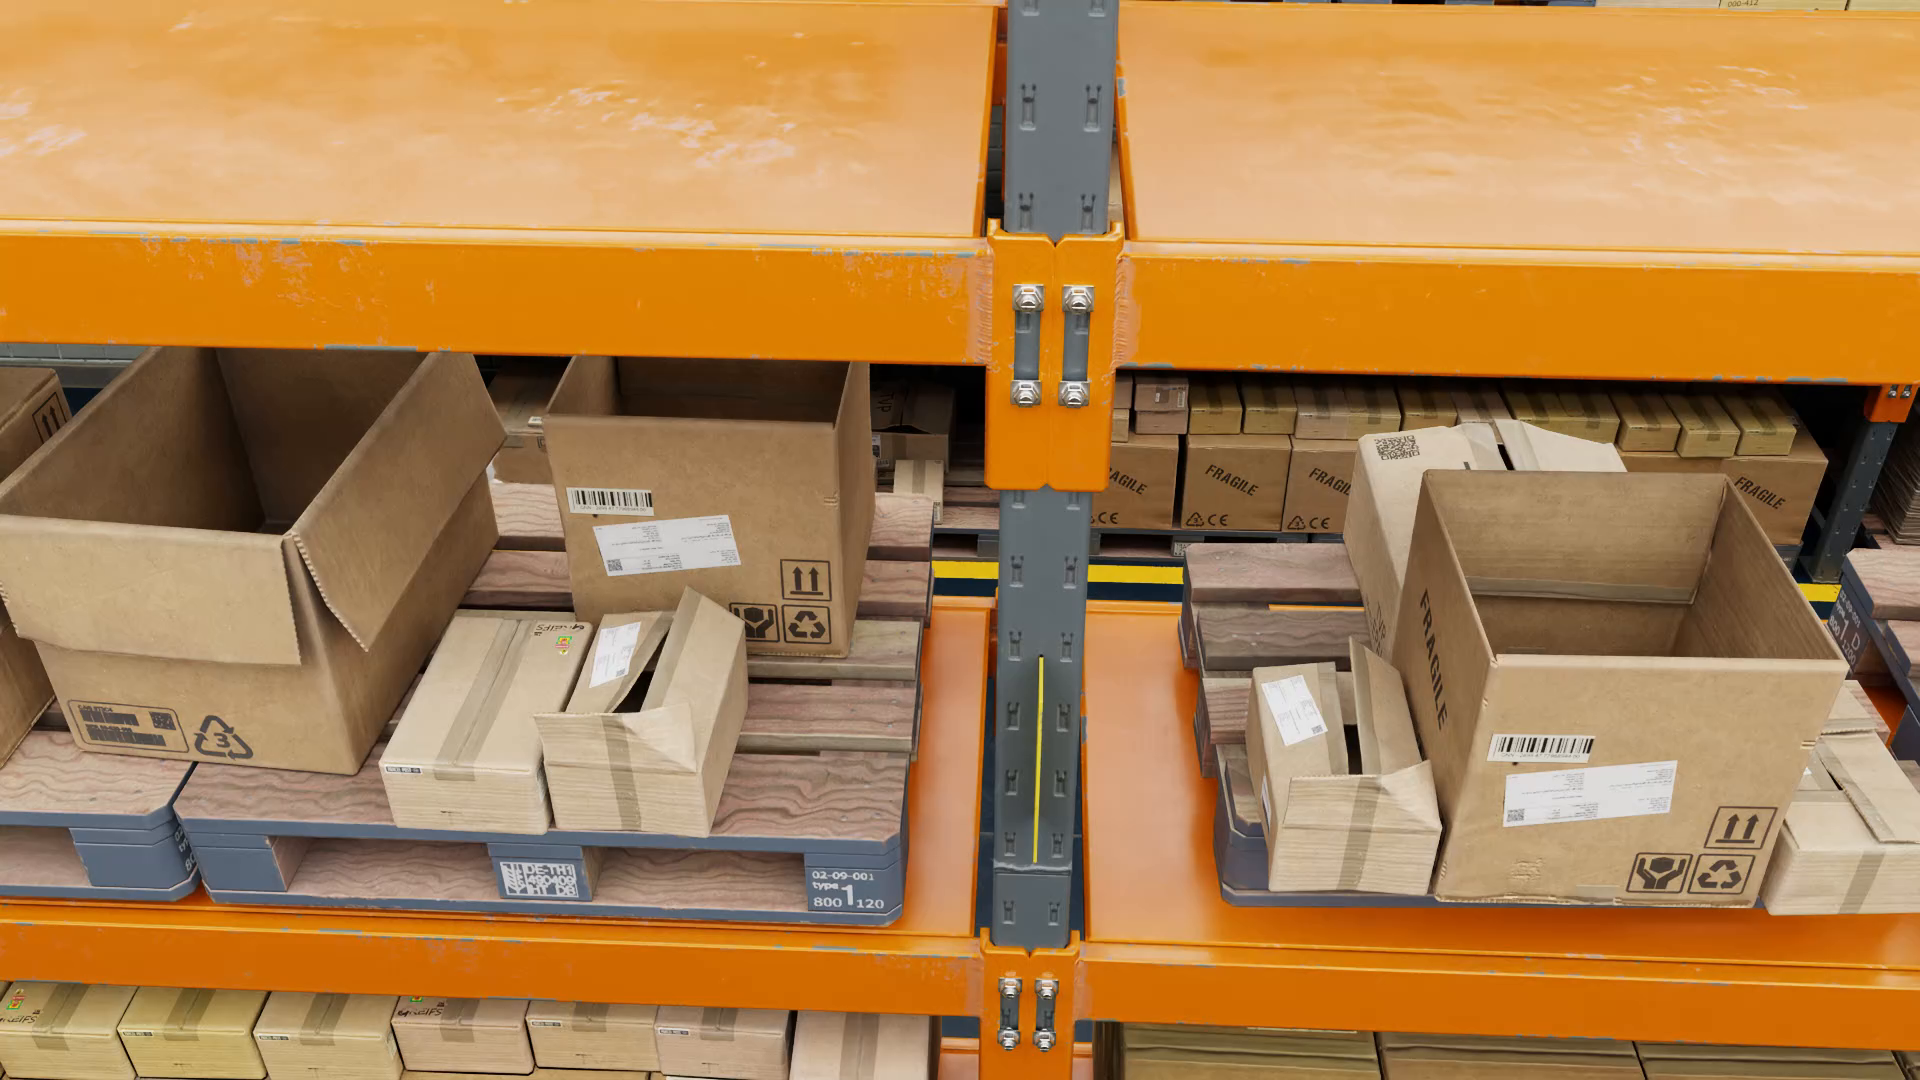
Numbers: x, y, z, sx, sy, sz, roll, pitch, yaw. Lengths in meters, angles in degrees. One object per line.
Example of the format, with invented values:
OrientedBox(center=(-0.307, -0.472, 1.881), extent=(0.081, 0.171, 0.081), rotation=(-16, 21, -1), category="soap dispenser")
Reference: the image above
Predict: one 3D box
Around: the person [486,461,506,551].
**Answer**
OrientedBox(center=(-1.815, 0.347, 6.596), extent=(1.033, 1.737, 0.561), rotation=(-18, 39, -23), category="person")
